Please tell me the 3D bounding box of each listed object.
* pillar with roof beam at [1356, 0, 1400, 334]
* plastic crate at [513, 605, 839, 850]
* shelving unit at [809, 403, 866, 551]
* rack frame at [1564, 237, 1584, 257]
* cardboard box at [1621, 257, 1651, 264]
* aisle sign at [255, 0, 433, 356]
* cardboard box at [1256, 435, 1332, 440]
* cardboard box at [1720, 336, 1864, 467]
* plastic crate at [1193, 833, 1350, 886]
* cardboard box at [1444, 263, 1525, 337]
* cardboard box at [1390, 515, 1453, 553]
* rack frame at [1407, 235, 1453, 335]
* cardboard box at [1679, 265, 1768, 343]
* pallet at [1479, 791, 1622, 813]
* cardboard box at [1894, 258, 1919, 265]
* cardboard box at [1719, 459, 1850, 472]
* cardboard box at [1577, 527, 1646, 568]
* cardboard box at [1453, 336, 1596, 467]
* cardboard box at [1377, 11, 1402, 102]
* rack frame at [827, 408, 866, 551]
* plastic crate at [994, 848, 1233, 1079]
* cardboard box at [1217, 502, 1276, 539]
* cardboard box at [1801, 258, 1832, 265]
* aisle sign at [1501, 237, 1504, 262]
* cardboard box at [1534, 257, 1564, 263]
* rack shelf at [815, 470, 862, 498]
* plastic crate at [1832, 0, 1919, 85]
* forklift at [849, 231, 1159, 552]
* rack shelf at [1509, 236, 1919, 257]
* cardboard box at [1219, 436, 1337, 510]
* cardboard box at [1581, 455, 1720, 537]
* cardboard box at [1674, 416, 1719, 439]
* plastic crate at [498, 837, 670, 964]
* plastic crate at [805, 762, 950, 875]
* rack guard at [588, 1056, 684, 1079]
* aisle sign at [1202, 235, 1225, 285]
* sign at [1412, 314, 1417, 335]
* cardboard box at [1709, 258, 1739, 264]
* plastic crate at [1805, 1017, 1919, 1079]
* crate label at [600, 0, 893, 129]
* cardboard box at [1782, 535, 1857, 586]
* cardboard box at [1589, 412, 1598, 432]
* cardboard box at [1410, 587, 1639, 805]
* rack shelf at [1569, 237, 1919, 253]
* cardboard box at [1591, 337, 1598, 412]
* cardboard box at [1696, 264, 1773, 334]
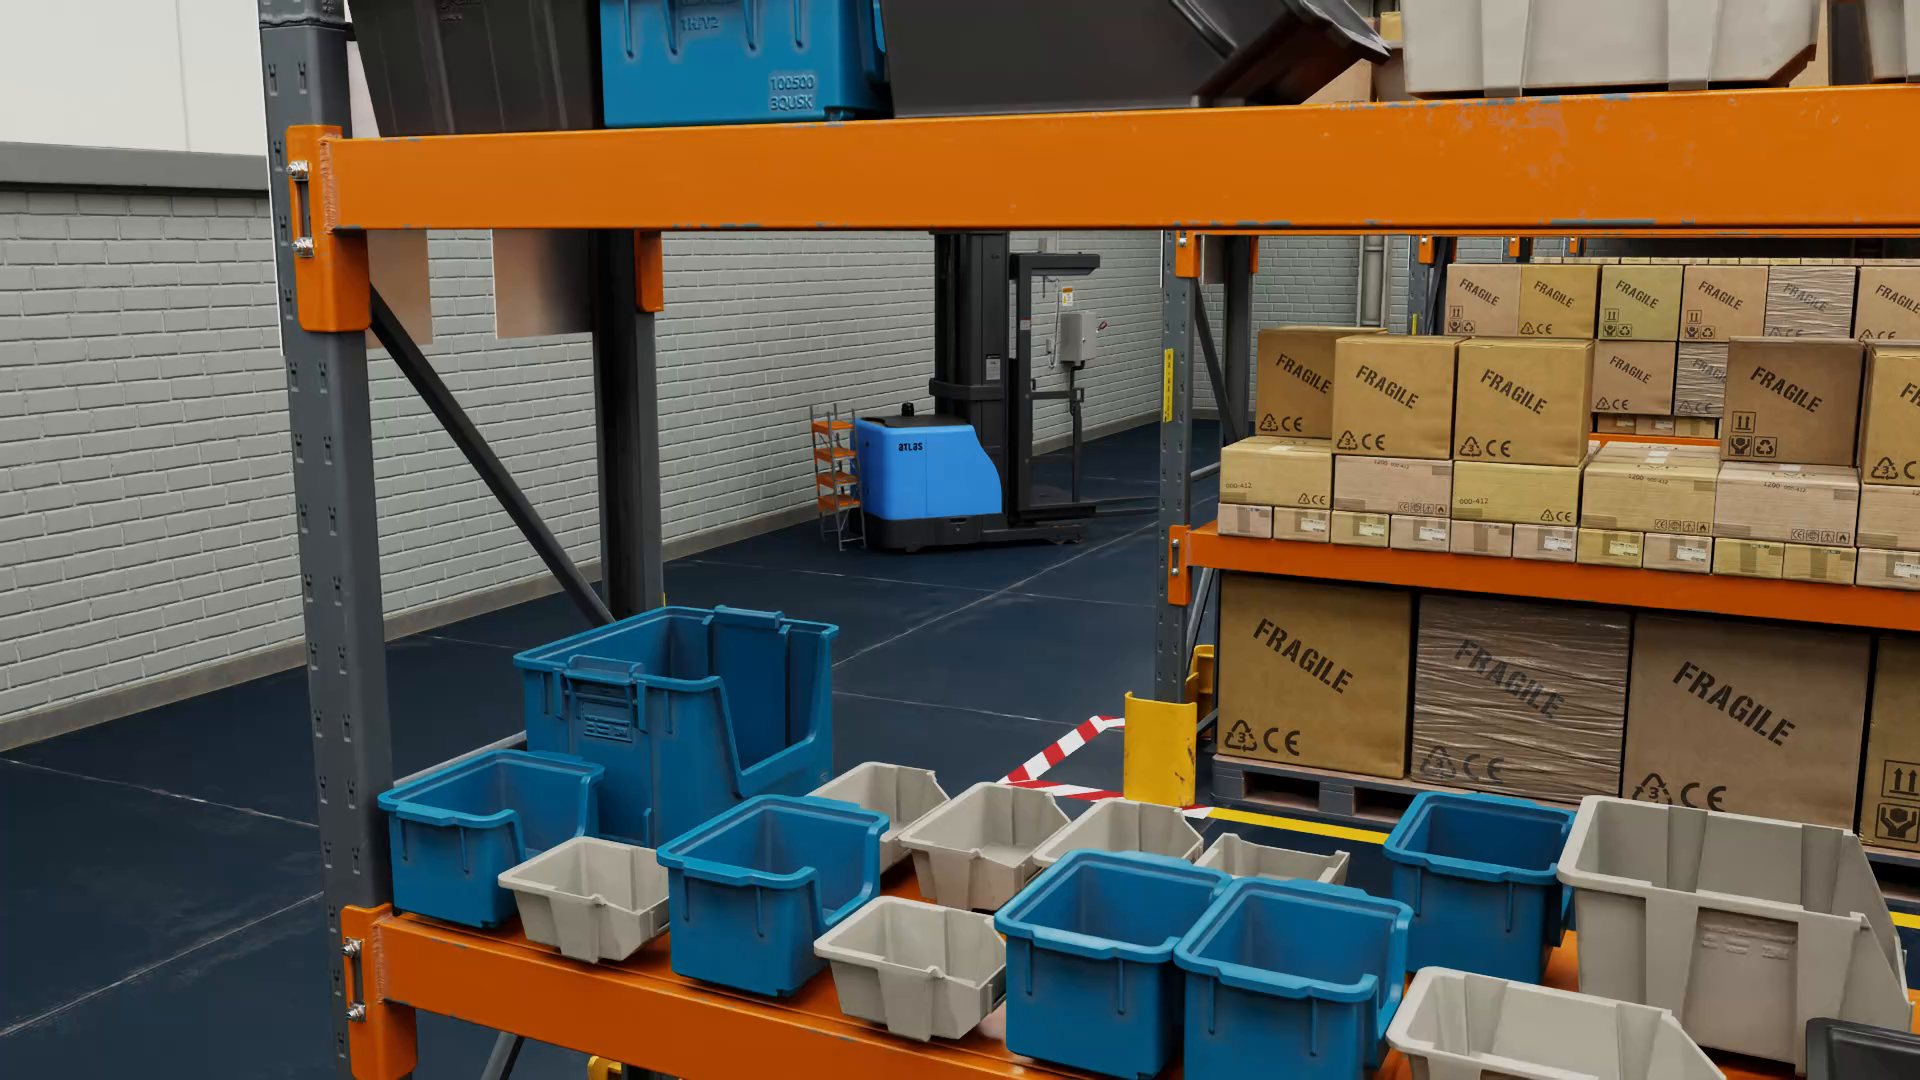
[{"bbox_3d":[3.846,-5.318,18.844,0.400,9.000,9.100,5,11,26],"label":"pillar with roof beam"},{"bbox_3d":[-0.616,0.420,3.721,0.499,0.435,0.616,5,11,26],"label":"plastic crate"},{"bbox_3d":[-1.055,-0.550,14.348,0.258,1.200,0.503,-9,13,-21],"label":"shelving unit"},{"bbox_3d":[7.770,-2.697,21.208,0.127,3.000,1.000,5,11,26],"label":"rack frame"},{"bbox_3d":[6.466,-2.626,15.907,0.250,0.149,0.380,5,11,24],"label":"cardboard box"},{"bbox_3d":[-1.195,-0.767,3.248,0.004,0.787,0.394,5,11,26],"label":"aisle sign"},{"bbox_3d":[1.744,-0.398,8.091,0.500,0.250,0.500,5,11,25],"label":"cardboard box"},{"bbox_3d":[3.556,-0.606,7.138,0.500,0.500,0.500,5,11,24],"label":"cardboard box"},{"bbox_3d":[0.600,0.669,3.182,0.250,0.136,0.298,5,11,26],"label":"plastic crate"},{"bbox_3d":[3.763,-1.715,11.860,0.500,0.500,0.500,5,11,25],"label":"cardboard box"},{"bbox_3d":[2.059,-0.056,7.324,0.250,0.149,0.380,5,11,25],"label":"cardboard box"},{"bbox_3d":[3.477,-1.105,12.414,0.127,3.000,1.000,5,11,26],"label":"rack frame"},{"bbox_3d":[5.133,-1.592,11.181,0.500,0.500,0.500,5,11,24],"label":"cardboard box"},{"bbox_3d":[3.034,1.198,7.518,1.213,0.211,1.003,5,11,26],"label":"pallet"},{"bbox_3d":[8.559,-2.460,14.993,0.250,0.149,0.380,5,12,27],"label":"cardboard box"},{"bbox_3d":[3.563,-0.237,7.204,0.500,0.250,0.500,5,12,27],"label":"cardboard box"},{"bbox_3d":[2.745,0.004,6.989,0.250,0.149,0.380,5,11,24],"label":"cardboard box"},{"bbox_3d":[2.419,-0.602,7.116,0.500,0.500,0.500,5,11,24],"label":"cardboard box"},{"bbox_3d":[2.134,-2.006,7.228,0.500,0.500,0.700,5,11,24],"label":"cardboard box"},{"bbox_3d":[-0.961,-0.510,14.126,0.240,1.200,0.015,-9,13,-21],"label":"rack frame"},{"bbox_3d":[0.257,0.699,2.749,0.300,0.233,0.416,5,11,26],"label":"plastic crate"},{"bbox_3d":[1.365,-0.117,7.658,0.250,0.149,0.380,5,11,26],"label":"cardboard box"},{"bbox_3d":[7.864,-2.513,15.282,0.250,0.149,0.380,5,11,25],"label":"cardboard box"},{"bbox_3d":[5.384,-3.142,16.370,0.004,0.787,0.394,5,11,26],"label":"aisle sign"},{"bbox_3d":[5.773,-2.692,16.272,0.250,0.149,0.380,5,12,27],"label":"cardboard box"},{"bbox_3d":[-1.050,-0.484,14.362,0.258,0.148,0.480,-9,13,-21],"label":"rack shelf"},{"bbox_3d":[1.279,-0.600,1.943,0.466,0.136,0.293,5,11,26],"label":"plastic crate"},{"bbox_3d":[0.582,-1.485,14.705,3.031,2.935,1.130,-4,11,-22],"label":"forklift"},{"bbox_3d":[7.371,-2.868,15.752,4.000,0.370,1.077,5,11,26],"label":"rack shelf"},{"bbox_3d":[1.503,-0.313,7.621,0.500,0.250,0.500,5,11,24],"label":"cardboard box"},{"bbox_3d":[2.892,-0.192,6.956,0.500,0.250,0.500,5,11,25],"label":"cardboard box"},{"bbox_3d":[5.044,-0.789,11.372,0.250,0.149,0.380,5,12,28],"label":"cardboard box"},{"bbox_3d":[-0.673,0.681,3.118,0.298,0.136,0.250,5,11,26],"label":"plastic crate"},{"bbox_3d":[-0.188,0.606,3.533,0.243,0.136,0.396,5,11,26],"label":"plastic crate"},{"bbox_3d":[-1.027,1.700,3.932,0.348,0.500,1.175,5,11,26],"label":"rack guard"},{"bbox_3d":[1.260,-1.654,8.146,0.004,0.787,0.394,5,11,26],"label":"aisle sign"},{"bbox_3d":[3.238,-1.445,11.858,0.005,0.325,0.100,5,11,26],"label":"sign"},{"bbox_3d":[7.145,-2.563,15.559,0.250,0.149,0.380,5,11,24],"label":"cardboard box"},{"bbox_3d":[1.465,0.846,2.238,0.590,0.125,0.437,5,11,26],"label":"plastic crate"},{"bbox_3d":[-0.315,-0.809,2.770,0.502,0.251,0.408,5,11,26],"label":"crate label"},{"bbox_3d":[3.438,0.065,6.653,0.250,0.149,0.380,5,12,27],"label":"cardboard box"},{"bbox_3d":[4.380,-0.862,11.776,0.250,0.149,0.380,6,12,28],"label":"cardboard box"},{"bbox_3d":[2.618,0.627,7.629,0.875,0.875,0.875,5,11,26],"label":"cardboard box"},{"bbox_3d":[9.564,-3.661,20.134,4.000,0.370,1.077,5,11,26],"label":"rack shelf"},{"bbox_3d":[4.249,-1.183,11.729,0.500,0.500,0.500,5,11,26],"label":"cardboard box"},{"bbox_3d":[5.398,-1.676,11.643,0.500,0.500,0.500,5,11,24],"label":"cardboard box"}]
